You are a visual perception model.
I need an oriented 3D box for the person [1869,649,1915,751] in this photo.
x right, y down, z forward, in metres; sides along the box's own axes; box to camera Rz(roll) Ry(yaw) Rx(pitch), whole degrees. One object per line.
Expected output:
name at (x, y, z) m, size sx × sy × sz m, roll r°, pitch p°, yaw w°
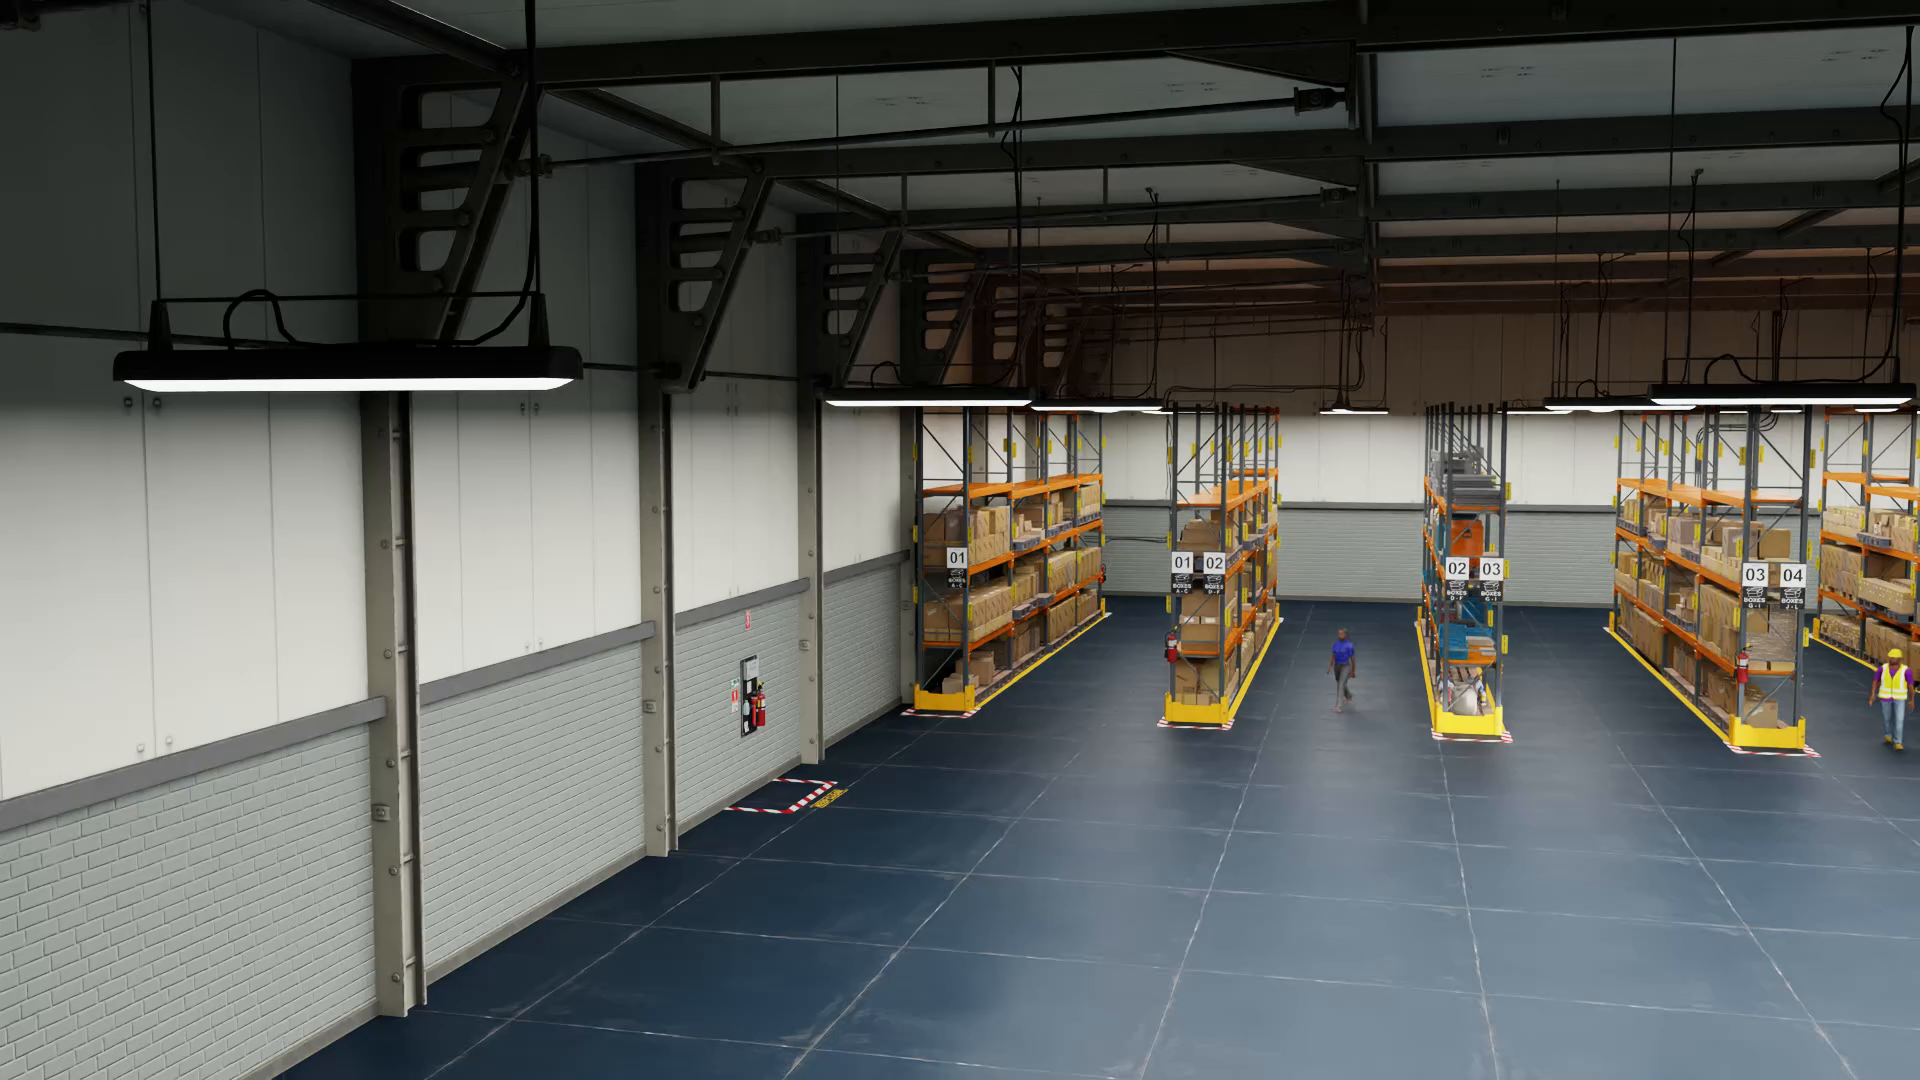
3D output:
person at (16.093, 2.733, 28.708) m, size 0.690 × 1.708 × 1.063 m, roll 3°, pitch 5°, yaw 31°

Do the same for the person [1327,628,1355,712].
person at (7.470, 2.510, 32.431) m, size 0.494 × 1.593 × 0.985 m, roll 4°, pitch 6°, yaw 43°
